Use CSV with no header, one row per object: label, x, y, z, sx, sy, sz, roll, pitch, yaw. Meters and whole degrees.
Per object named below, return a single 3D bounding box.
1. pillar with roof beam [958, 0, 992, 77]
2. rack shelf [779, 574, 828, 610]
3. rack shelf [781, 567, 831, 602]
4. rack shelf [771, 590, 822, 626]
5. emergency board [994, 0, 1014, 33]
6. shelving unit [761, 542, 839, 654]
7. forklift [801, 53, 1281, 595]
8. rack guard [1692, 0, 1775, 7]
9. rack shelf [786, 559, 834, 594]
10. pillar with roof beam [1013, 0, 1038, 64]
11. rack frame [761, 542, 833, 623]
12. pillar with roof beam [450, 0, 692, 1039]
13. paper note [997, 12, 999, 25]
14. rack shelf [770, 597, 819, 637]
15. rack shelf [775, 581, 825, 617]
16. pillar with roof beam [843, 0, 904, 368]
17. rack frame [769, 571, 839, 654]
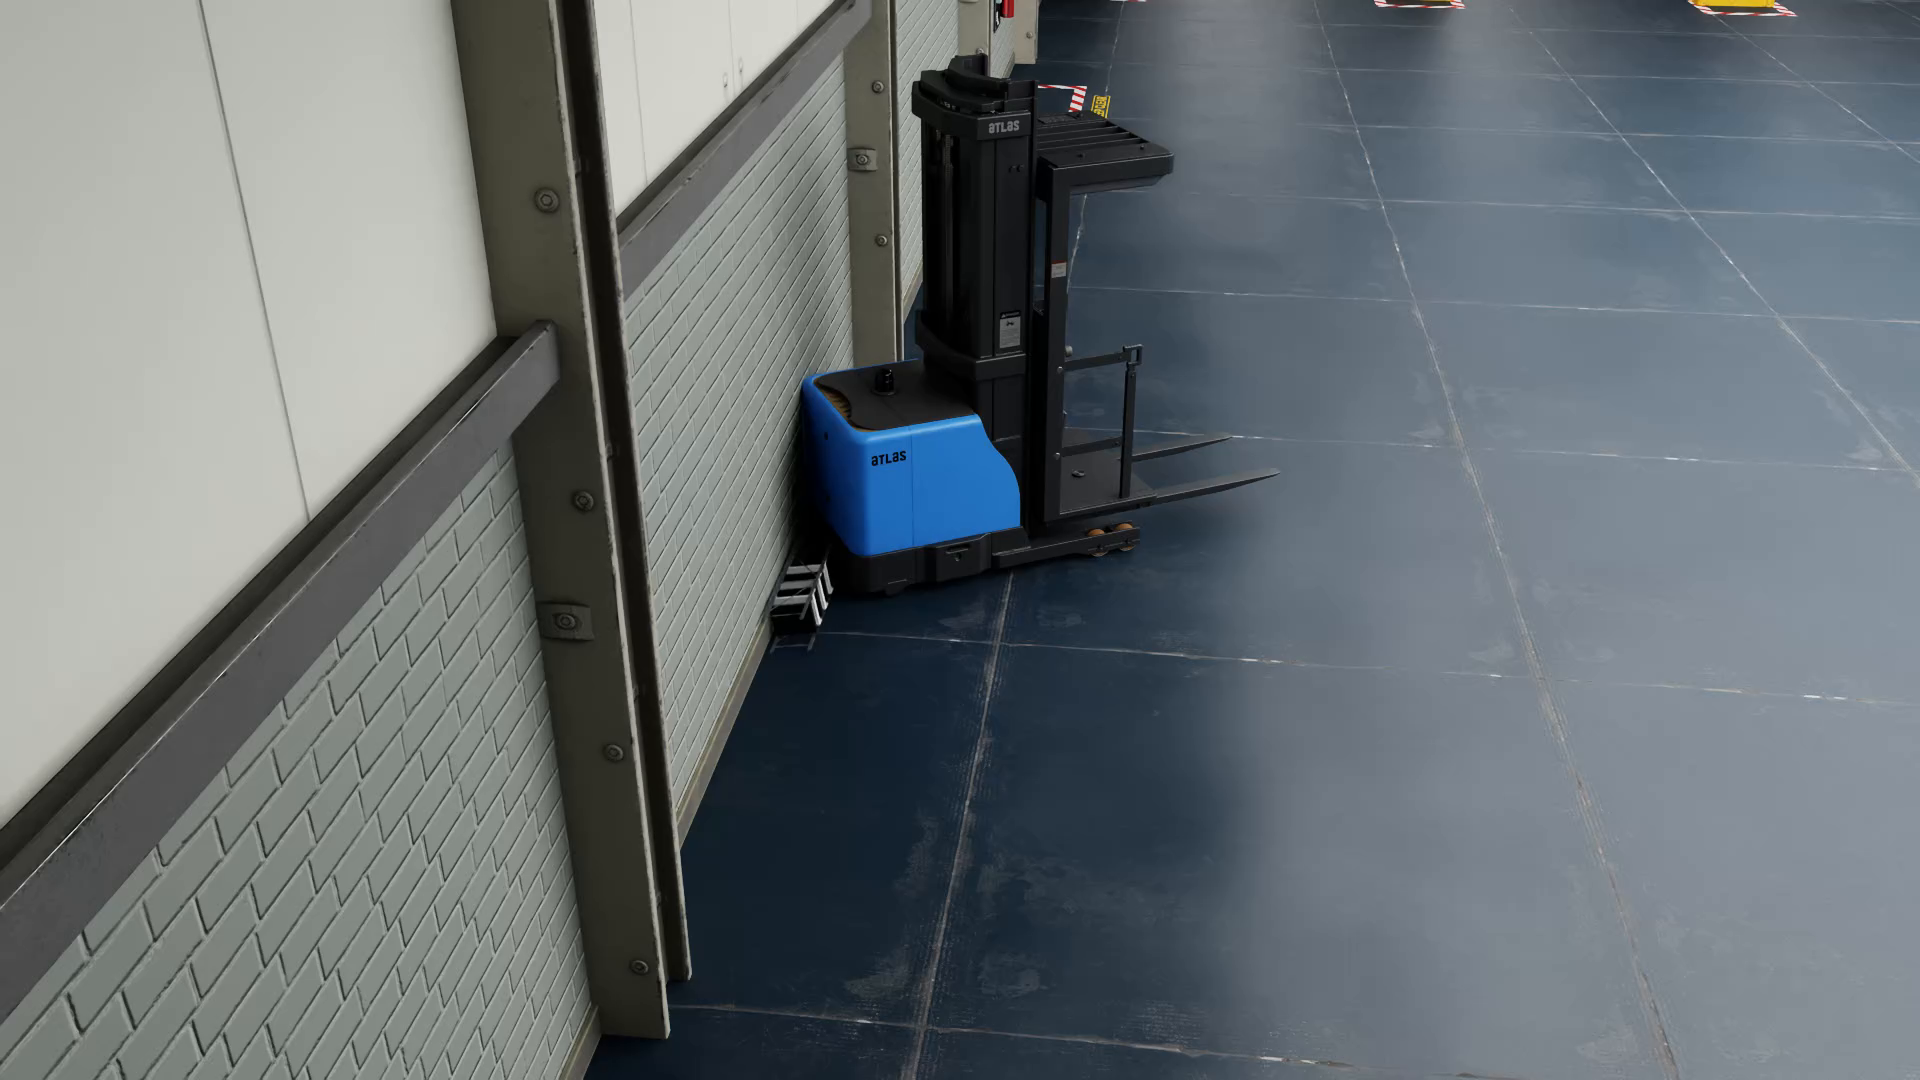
pillar with roof beam,4.420,-7.429,14.845,9.100,9.000,0.400,3,28,6
rack shelf,-0.915,0.310,9.701,0.258,0.200,0.077,-5,27,10
rack shelf,-0.904,0.268,9.780,0.258,0.200,0.077,-5,27,10
rack shelf,-0.936,0.395,9.544,0.258,0.200,0.077,-5,27,10
emergency board,0.542,-6.702,19.819,0.194,1.169,0.643,3,28,6
shelving unit,-0.919,0.326,9.672,0.258,0.210,0.900,-5,27,10
forklift,0.581,-1.406,10.062,3.031,2.935,1.130,-11,30,-20
rack guard,12.186,-8.670,26.107,1.175,0.500,0.348,3,28,6
rack shelf,-0.894,0.226,9.859,0.258,0.200,0.077,-5,27,10
pillar with roof beam,5.155,-10.254,20.087,9.100,9.000,0.400,3,28,6
rack frame,-0.935,0.237,9.626,0.240,0.006,0.900,-5,27,10
pillar with roof beam,2.950,-1.781,4.360,9.100,9.000,0.400,3,28,6
paper note,0.452,-6.235,19.881,0.016,0.148,0.142,3,28,6
rack shelf,-0.947,0.438,9.466,0.258,0.200,0.077,-5,27,10
rack shelf,-0.926,0.353,9.623,0.258,0.200,0.077,-5,27,10
pillar with roof beam,3.685,-4.605,9.602,9.100,9.000,0.400,3,28,6
rack frame,-0.903,0.415,9.718,0.240,0.006,0.900,-5,27,10
